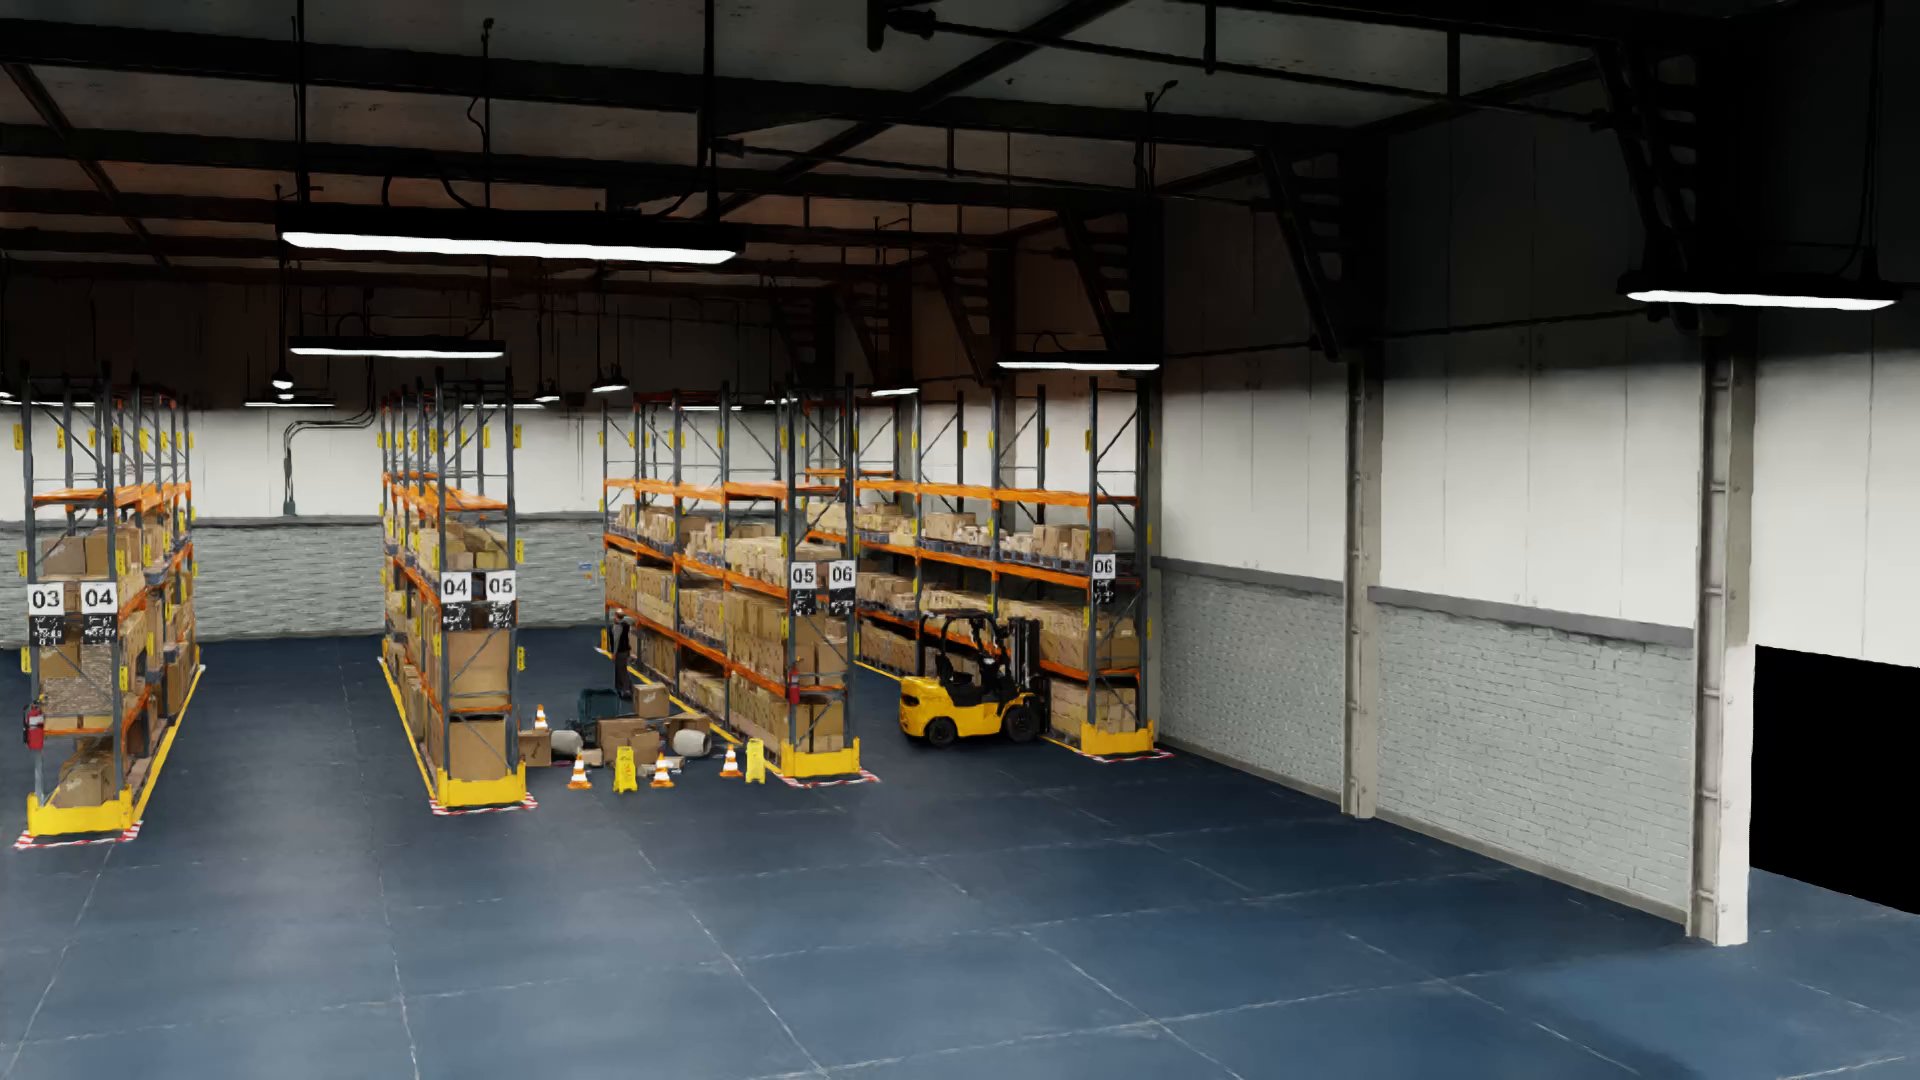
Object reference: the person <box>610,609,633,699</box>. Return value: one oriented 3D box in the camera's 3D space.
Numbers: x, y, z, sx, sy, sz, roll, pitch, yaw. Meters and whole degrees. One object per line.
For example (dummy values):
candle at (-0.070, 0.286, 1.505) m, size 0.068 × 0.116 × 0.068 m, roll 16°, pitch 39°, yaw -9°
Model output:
person at (-6.612, 2.196, 32.196) m, size 0.586 × 1.707 × 0.639 m, roll 0°, pitch 3°, yaw 0°
